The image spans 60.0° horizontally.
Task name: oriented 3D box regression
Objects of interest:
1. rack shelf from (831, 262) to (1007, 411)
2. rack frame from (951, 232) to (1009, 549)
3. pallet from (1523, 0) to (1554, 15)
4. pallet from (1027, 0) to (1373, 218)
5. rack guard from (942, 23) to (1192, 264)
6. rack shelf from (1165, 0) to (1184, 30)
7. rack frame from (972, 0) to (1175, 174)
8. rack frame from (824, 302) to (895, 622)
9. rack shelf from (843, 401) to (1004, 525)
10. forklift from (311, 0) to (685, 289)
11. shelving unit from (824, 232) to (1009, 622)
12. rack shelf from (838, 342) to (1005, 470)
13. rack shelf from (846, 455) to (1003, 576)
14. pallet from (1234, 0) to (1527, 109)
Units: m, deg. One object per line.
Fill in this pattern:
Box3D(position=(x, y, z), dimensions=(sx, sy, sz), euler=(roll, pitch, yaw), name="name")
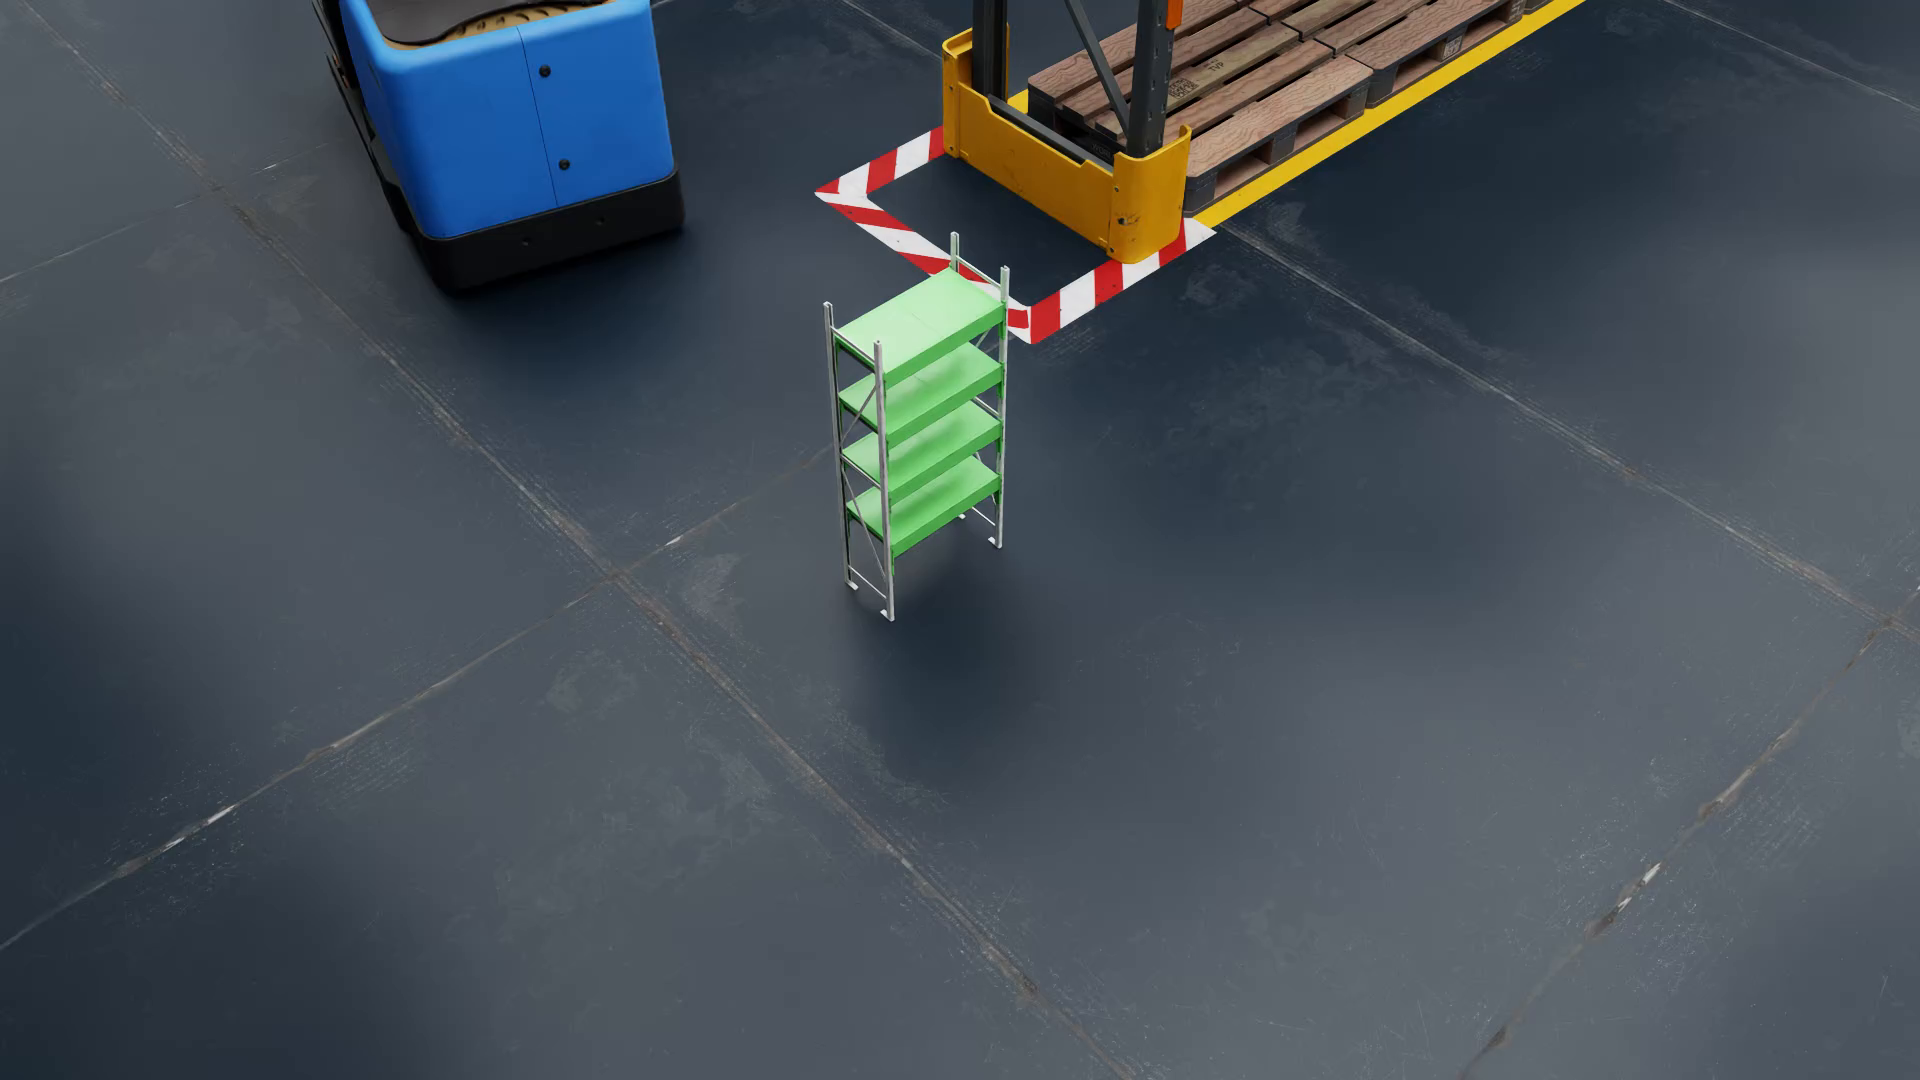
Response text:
Box3D(position=(-0.122, -0.607, 4.928), dimensions=(0.480, 0.148, 0.258), euler=(-34, 56, -27), name="rack shelf")
Box3D(position=(0.058, -0.446, 5.345), dimensions=(0.015, 1.200, 0.240), euler=(-34, 56, -27), name="rack frame")
Box3D(position=(2.871, -3.191, 8.551), dimensions=(1.213, 0.211, 1.003), euler=(-34, 56, -27), name="pallet")
Box3D(position=(1.065, -1.985, 7.438), dimensions=(1.213, 0.211, 1.003), euler=(-34, 56, -27), name="pallet")
Box3D(position=(0.420, -1.677, 6.958), dimensions=(0.348, 0.500, 1.175), euler=(-34, 56, -27), name="rack guard")
Box3D(position=(1.909, -3.289, 7.233), dimensions=(4.000, 0.370, 1.077), euler=(-34, 56, -27), name="rack shelf")
Box3D(position=(0.429, -2.544, 6.056), dimensions=(0.127, 3.000, 1.000), euler=(-34, 56, -27), name="rack frame")
Box3D(position=(-0.303, -0.204, 5.122), dimensions=(0.015, 1.200, 0.240), euler=(-34, 56, -27), name="rack frame")
Box3D(position=(-0.122, -0.282, 5.280), dimensions=(0.480, 0.148, 0.258), euler=(-34, 56, -27), name="rack shelf")
Box3D(position=(-2.246, -3.075, 6.593), dimensions=(1.130, 2.935, 3.031), euler=(-20, 50, -18), name="forklift")
Box3D(position=(-0.122, -0.325, 5.234), dimensions=(0.503, 1.200, 0.258), euler=(-34, 56, -27), name="shelving unit")
Box3D(position=(-0.122, -0.444, 5.104), dimensions=(0.480, 0.148, 0.258), euler=(-34, 56, -27), name="rack shelf")
Box3D(position=(-0.122, -0.119, 5.457), dimensions=(0.480, 0.148, 0.258), euler=(-34, 56, -27), name="rack shelf")
Box3D(position=(1.968, -2.585, 7.992), dimensions=(1.213, 0.211, 1.003), euler=(-34, 56, -27), name="pallet")
